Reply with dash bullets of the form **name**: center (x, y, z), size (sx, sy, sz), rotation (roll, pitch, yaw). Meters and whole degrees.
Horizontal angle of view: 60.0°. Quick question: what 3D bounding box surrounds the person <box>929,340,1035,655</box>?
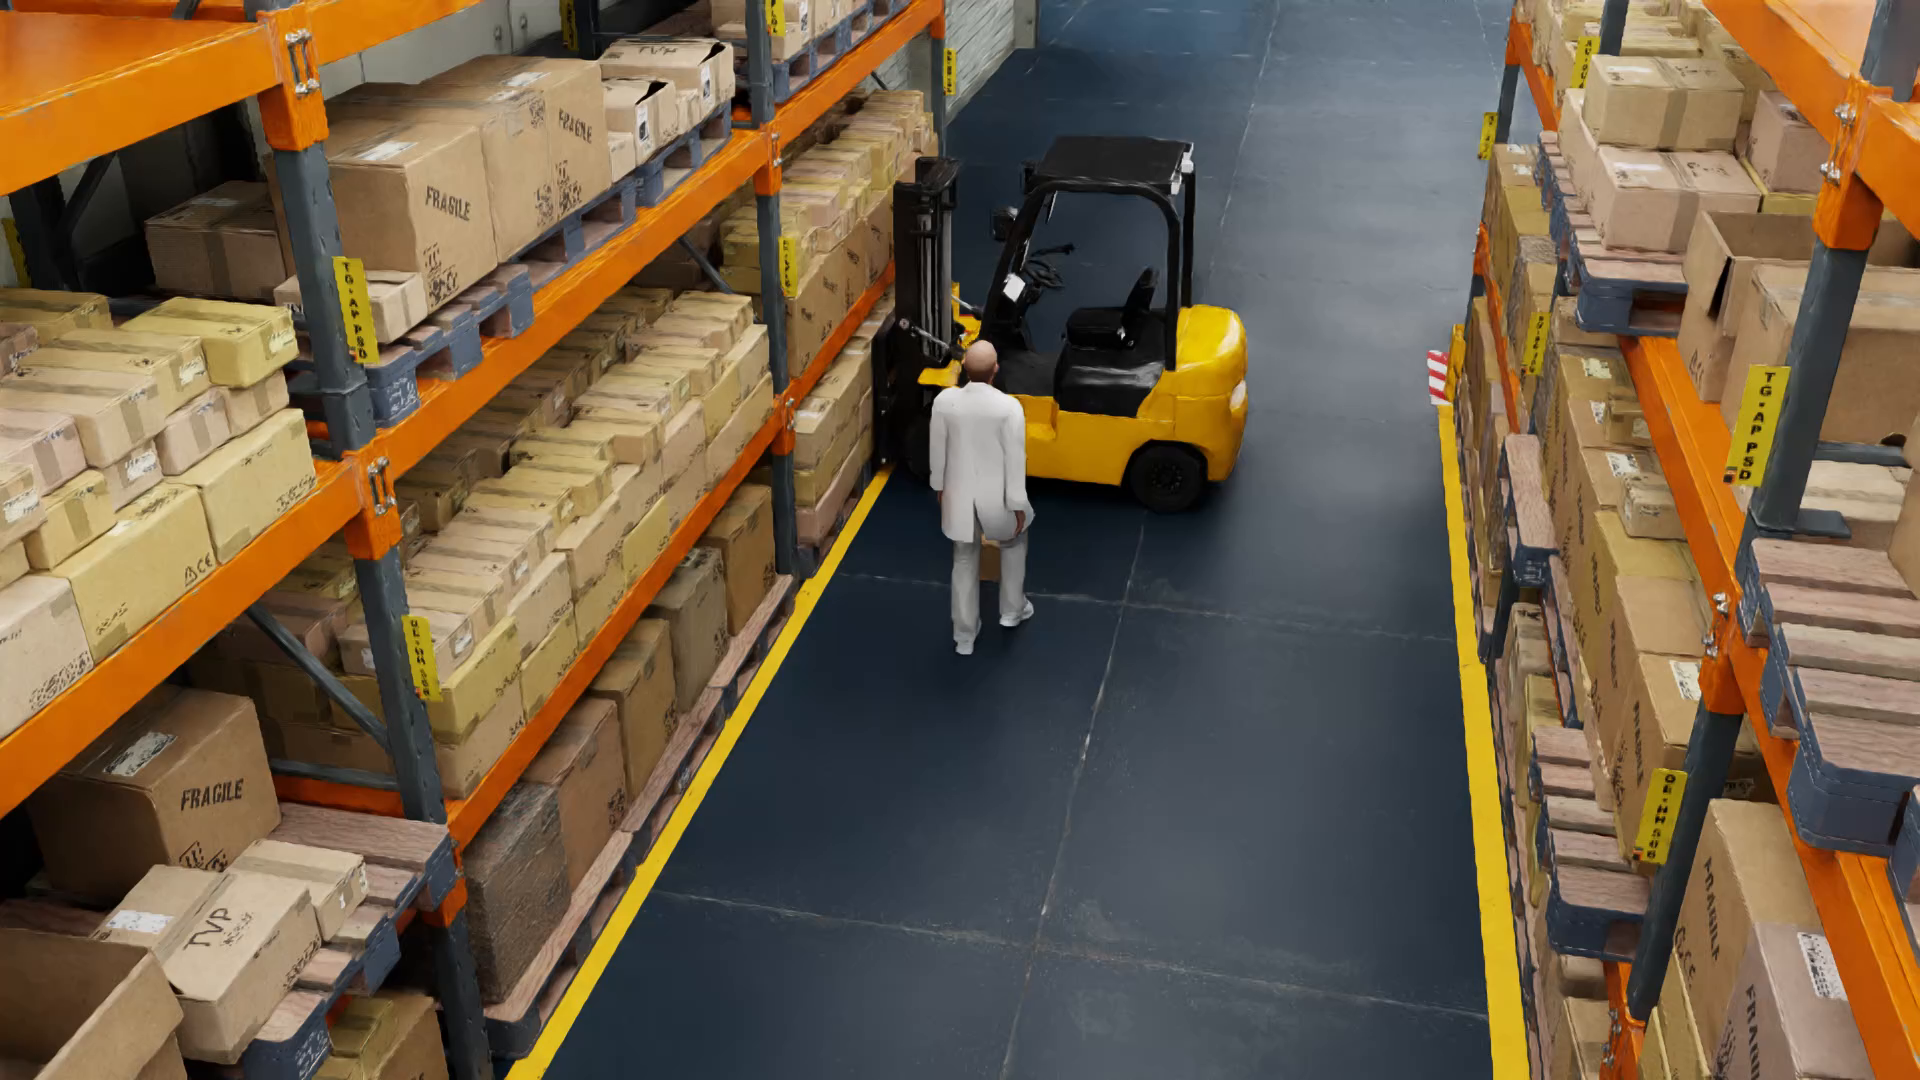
- **person**: center (0.123, -0.269, 9.114), size (0.583, 1.779, 0.643), rotation (8, 29, 14)
